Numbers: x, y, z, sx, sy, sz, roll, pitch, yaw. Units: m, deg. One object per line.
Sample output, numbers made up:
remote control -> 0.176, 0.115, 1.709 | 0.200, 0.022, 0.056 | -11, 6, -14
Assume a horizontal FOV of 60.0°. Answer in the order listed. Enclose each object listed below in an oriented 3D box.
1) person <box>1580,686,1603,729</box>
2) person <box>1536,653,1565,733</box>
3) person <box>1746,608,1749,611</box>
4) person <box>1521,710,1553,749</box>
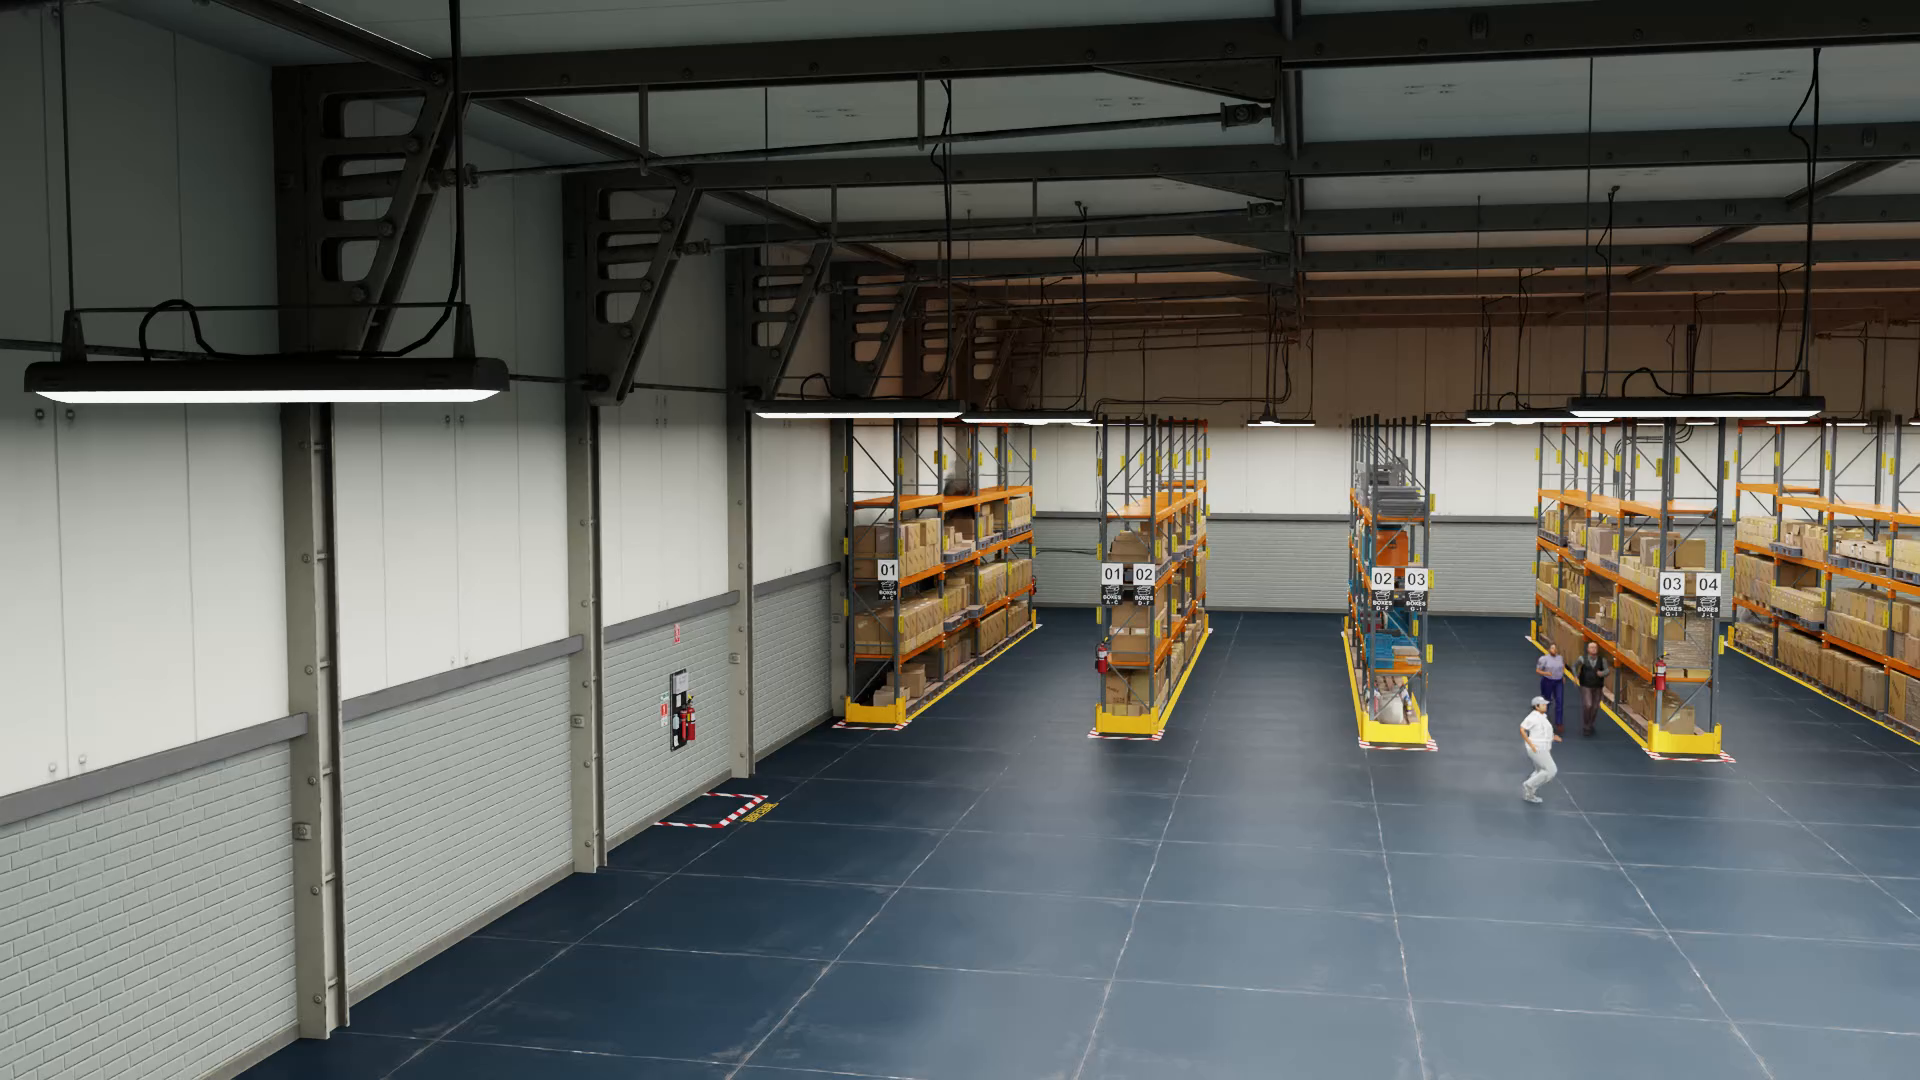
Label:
person -> 11.793, 3.066, 31.108 | 0.416, 0.892, 0.687 | 0, 4, 5
person -> 11.280, 2.872, 31.738 | 0.578, 1.457, 0.941 | 0, 4, 2
person -> 21.493, 1.470, 45.160 | 0.706, 0.904, 0.610 | -3, 5, -39
person -> 8.849, 2.890, 25.454 | 0.411, 0.564, 0.567 | 2, 5, 33
